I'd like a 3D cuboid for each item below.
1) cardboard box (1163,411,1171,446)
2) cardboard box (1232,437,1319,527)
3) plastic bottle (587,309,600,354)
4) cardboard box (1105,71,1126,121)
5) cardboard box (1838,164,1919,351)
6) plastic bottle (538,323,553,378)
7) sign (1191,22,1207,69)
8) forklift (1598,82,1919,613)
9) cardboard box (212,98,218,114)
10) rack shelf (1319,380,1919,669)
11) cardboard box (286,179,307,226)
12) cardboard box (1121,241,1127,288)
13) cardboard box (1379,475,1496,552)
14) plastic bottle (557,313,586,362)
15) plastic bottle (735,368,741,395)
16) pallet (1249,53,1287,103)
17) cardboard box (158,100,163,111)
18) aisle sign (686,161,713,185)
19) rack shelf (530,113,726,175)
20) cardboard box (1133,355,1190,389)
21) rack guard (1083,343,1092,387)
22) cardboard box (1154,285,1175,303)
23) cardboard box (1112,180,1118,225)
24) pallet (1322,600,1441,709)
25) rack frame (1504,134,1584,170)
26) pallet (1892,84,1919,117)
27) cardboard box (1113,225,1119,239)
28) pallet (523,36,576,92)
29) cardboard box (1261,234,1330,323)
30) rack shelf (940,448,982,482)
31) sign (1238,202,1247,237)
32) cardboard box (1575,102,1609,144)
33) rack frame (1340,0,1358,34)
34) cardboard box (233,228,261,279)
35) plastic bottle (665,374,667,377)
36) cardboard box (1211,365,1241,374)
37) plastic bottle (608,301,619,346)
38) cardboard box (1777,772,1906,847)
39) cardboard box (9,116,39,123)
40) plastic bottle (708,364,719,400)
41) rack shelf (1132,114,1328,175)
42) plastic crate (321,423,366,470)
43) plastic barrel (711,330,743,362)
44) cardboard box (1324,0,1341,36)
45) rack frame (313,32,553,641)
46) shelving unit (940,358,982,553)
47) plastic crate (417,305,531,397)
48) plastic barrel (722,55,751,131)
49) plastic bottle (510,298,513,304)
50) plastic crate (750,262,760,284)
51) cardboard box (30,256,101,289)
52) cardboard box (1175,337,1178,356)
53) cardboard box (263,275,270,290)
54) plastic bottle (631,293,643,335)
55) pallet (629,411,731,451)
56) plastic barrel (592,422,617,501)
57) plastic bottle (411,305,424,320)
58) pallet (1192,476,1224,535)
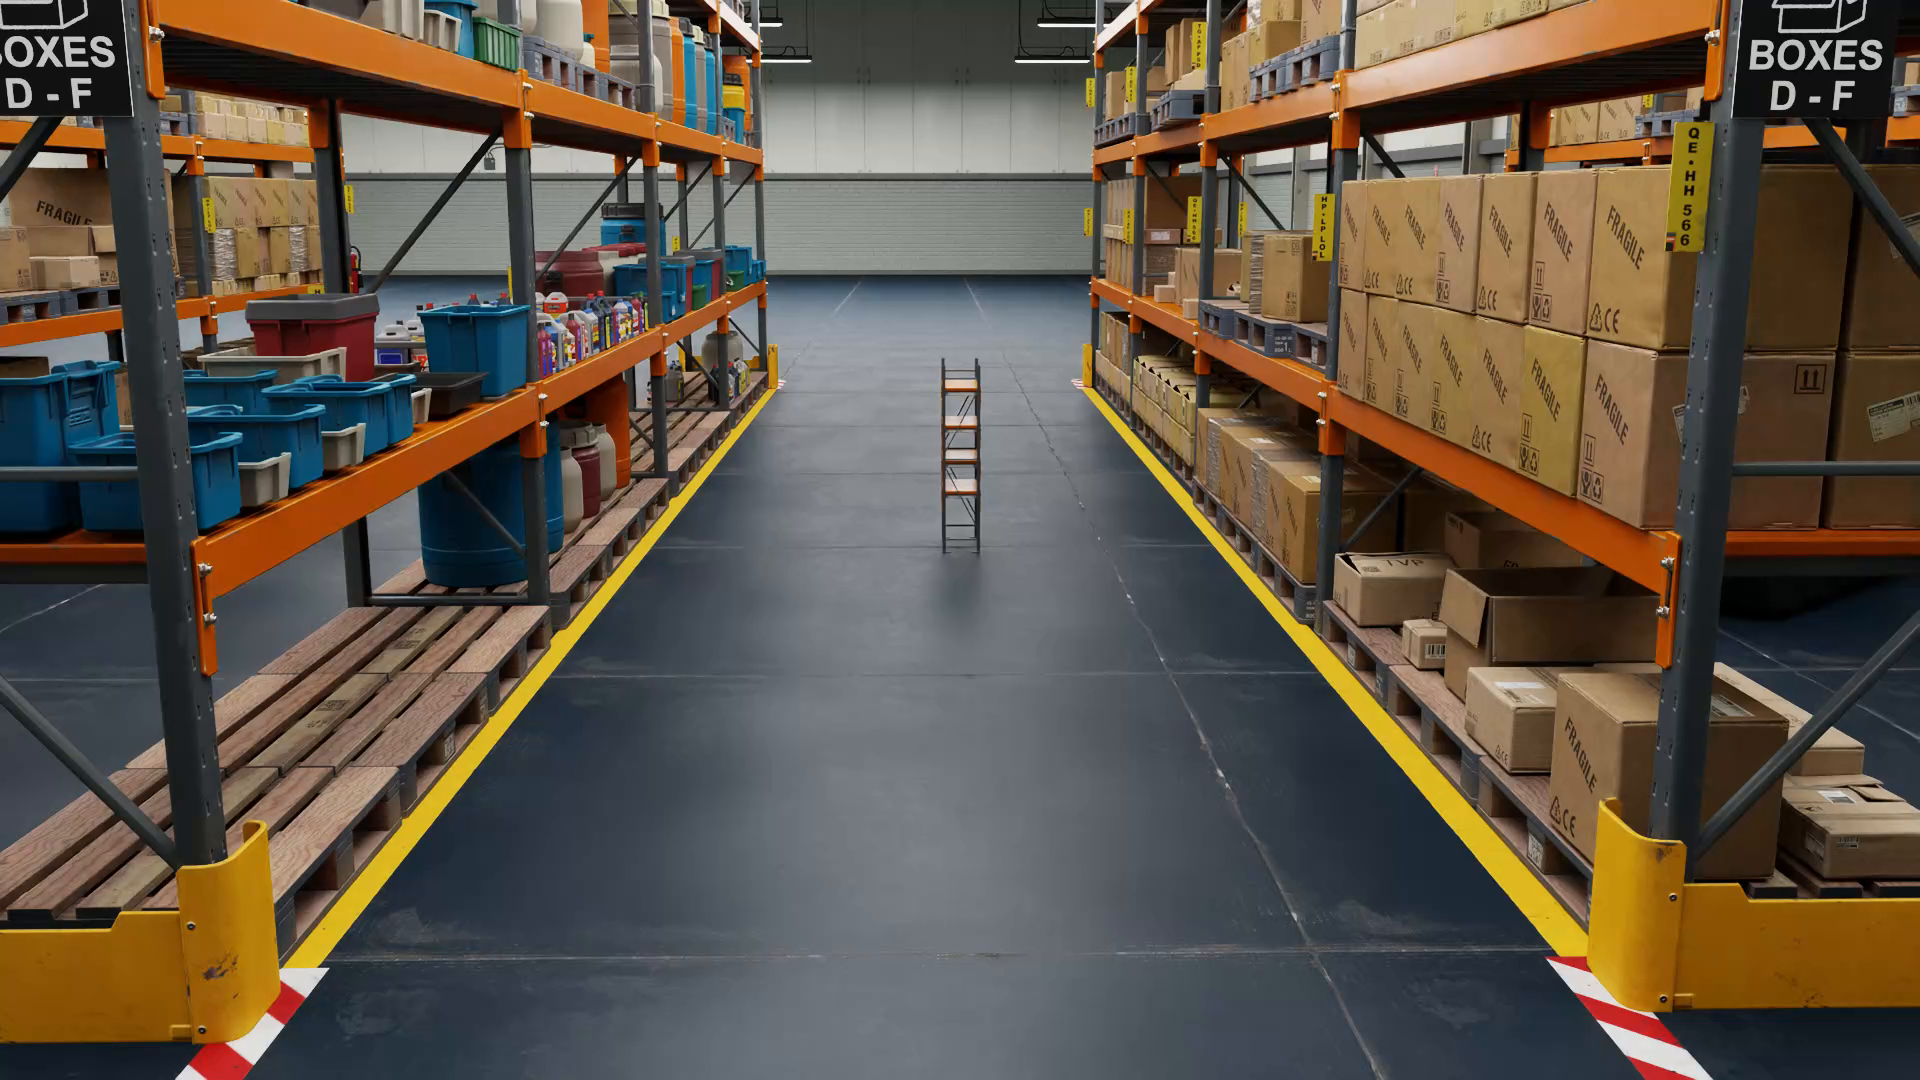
[{"bbox_3d":[1.989,-0.937,13.992,0.500,0.250,0.500,0,11,0],"label":"cardboard box"},{"bbox_3d":[2.026,-0.364,10.490,0.500,0.500,0.500,-1,11,-3],"label":"cardboard box"},{"bbox_3d":[-2.234,-1.261,10.054,0.097,0.271,0.097,0,11,0],"label":"plastic bottle"},{"bbox_3d":[1.861,-4.825,18.094,0.500,0.500,0.500,0,11,-1],"label":"cardboard box"},{"bbox_3d":[2.685,-0.811,4.744,0.500,0.500,0.500,0,11,1],"label":"cardboard box"},{"bbox_3d":[-2.189,-1.002,8.747,0.061,0.283,0.133,0,11,-1],"label":"plastic bottle"},{"bbox_3d":[1.710,-3.534,11.892,0.100,0.325,0.005,0,11,-1],"label":"sign"},{"bbox_3d":[5.075,-1.267,9.931,3.031,2.935,1.130,-11,16,-43],"label":"forklift"},{"bbox_3d":[-7.494,-4.238,16.236,0.380,0.149,0.250,-1,11,-4],"label":"cardboard box"},{"bbox_3d":[2.389,-0.227,6.445,1.077,0.370,4.000,0,11,-1],"label":"rack shelf"},{"bbox_3d":[-7.522,-3.701,18.241,0.500,0.500,0.500,0,11,-1],"label":"cardboard box"},{"bbox_3d":[2.131,-3.011,18.106,0.700,0.500,0.500,0,11,1],"label":"cardboard box"},{"bbox_3d":[2.581,-0.065,9.017,0.500,0.500,0.500,-1,11,-4],"label":"cardboard box"},{"bbox_3d":[-2.253,-1.175,9.617,0.152,0.276,0.135,0,11,-1],"label":"plastic bottle"},{"bbox_3d":[-2.338,-1.665,17.448,0.061,0.283,0.133,0,11,1],"label":"plastic bottle"},{"bbox_3d":[2.380,-2.692,9.710,1.213,0.211,1.003,0,11,-1],"label":"pallet"},{"bbox_3d":[-7.932,-4.237,16.228,0.380,0.149,0.250,0,11,-1],"label":"cardboard box"},{"bbox_3d":[-3.147,-4.630,19.800,0.394,0.787,0.004,0,11,-1],"label":"aisle sign"},{"bbox_3d":[-2.729,-3.268,13.889,1.077,0.370,4.000,0,11,-1],"label":"rack shelf"},{"bbox_3d":[1.942,-1.618,15.937,0.500,0.311,0.500,0,11,-1],"label":"cardboard box"},{"bbox_3d":[2.099,-2.143,20.363,1.175,0.500,0.348,0,11,-1],"label":"rack guard"},{"bbox_3d":[1.996,-2.268,15.324,0.380,0.149,0.250,0,11,-1],"label":"cardboard box"},{"bbox_3d":[2.114,-3.840,18.927,0.700,0.500,0.500,-1,11,-3],"label":"cardboard box"},{"bbox_3d":[2.361,0.526,7.937,1.003,0.211,1.213,0,11,-1],"label":"pallet"},{"bbox_3d":[7.052,-3.384,20.195,1.000,3.000,0.127,0,11,-1],"label":"rack frame"},{"bbox_3d":[7.284,-3.043,11.447,1.213,0.211,1.003,0,11,1],"label":"pallet"},{"bbox_3d":[1.915,-3.446,18.616,0.380,0.149,0.250,-1,11,-3],"label":"cardboard box"},{"bbox_3d":[-2.719,-2.491,8.723,1.213,0.211,1.003,0,11,-1],"label":"pallet"},{"bbox_3d":[2.249,-1.583,10.011,0.700,0.500,0.500,-3,12,-16],"label":"cardboard box"},{"bbox_3d":[0.003,-0.489,10.791,0.258,0.148,0.480,0,11,-1],"label":"rack shelf"},{"bbox_3d":[2.725,-3.101,16.085,0.100,0.325,0.005,0,11,-1],"label":"sign"},{"bbox_3d":[6.830,-4.428,17.493,0.500,0.500,0.500,-1,11,-3],"label":"cardboard box"},{"bbox_3d":[2.348,-3.918,7.736,1.000,3.000,0.127,0,11,-1],"label":"rack frame"},{"bbox_3d":[-7.645,-2.912,16.868,0.875,0.500,0.500,0,11,-1],"label":"cardboard box"},{"bbox_3d":[-3.076,-1.631,17.108,0.144,0.351,0.185,-1,11,-4],"label":"plastic bottle"},{"bbox_3d":[2.502,-1.419,14.958,0.500,0.311,0.500,0,11,-1],"label":"cardboard box"},{"bbox_3d":[-2.229,-1.390,10.660,0.061,0.283,0.133,0,11,-1],"label":"plastic bottle"},{"bbox_3d":[2.760,0.856,5.314,0.380,0.166,0.250,0,11,-1],"label":"cardboard box"},{"bbox_3d":[-7.405,-3.326,12.741,0.500,0.250,0.500,0,11,0],"label":"cardboard box"},{"bbox_3d":[-2.516,-1.627,17.091,0.144,0.351,0.185,0,11,-1],"label":"plastic bottle"},{"bbox_3d":[2.224,-3.288,13.985,1.077,0.370,4.000,0,11,-1],"label":"rack shelf"},{"bbox_3d":[-2.136,-0.312,5.566,0.250,0.136,0.298,0,11,-1],"label":"plastic crate"},{"bbox_3d":[-2.763,-2.199,19.557,0.421,0.512,0.421,0,11,0],"label":"plastic barrel"},{"bbox_3d":[2.374,-2.985,9.123,0.600,0.600,0.600,0,11,-2],"label":"cardboard box"},{"bbox_3d":[-2.605,-0.958,8.236,1.000,3.000,0.127,0,11,-1],"label":"rack frame"},{"bbox_3d":[0.003,-0.555,10.778,0.258,1.200,0.503,0,11,-1],"label":"shelving unit"},{"bbox_3d":[-2.254,-0.888,7.781,0.392,0.384,0.575,0,11,-1],"label":"plastic crate"},{"bbox_3d":[-2.716,-5.134,19.138,0.600,0.830,0.708,0,11,-1],"label":"plastic barrel"},{"bbox_3d":[-2.992,-1.513,11.284,0.152,0.276,0.135,0,11,-1],"label":"plastic bottle"},{"bbox_3d":[-2.536,-3.043,18.888,0.499,0.251,0.408,0,11,-1],"label":"plastic crate"},{"bbox_3d":[-7.444,-2.199,13.675,0.500,0.250,0.500,-1,11,-3],"label":"cardboard box"},{"bbox_3d":[2.468,-1.986,17.279,0.500,0.500,0.500,0,11,-1],"label":"cardboard box"},{"bbox_3d":[-7.476,-2.697,17.441,0.380,0.149,0.250,0,11,-1],"label":"cardboard box"},{"bbox_3d":[-2.248,-1.571,11.553,0.061,0.283,0.133,0,11,-1],"label":"plastic bottle"},{"bbox_3d":[-2.715,-1.026,15.583,1.003,0.211,1.213,0,11,-1],"label":"pallet"},{"bbox_3d":[-2.559,-0.531,11.331,0.421,0.512,0.421,0,11,0],"label":"plastic barrel"},{"bbox_3d":[-2.951,-1.115,9.135,0.144,0.351,0.185,0,11,-1],"label":"plastic bottle"},{"bbox_3d":[2.243,-0.257,11.797,1.003,0.211,1.213,0,11,-1],"label":"pallet"}]
